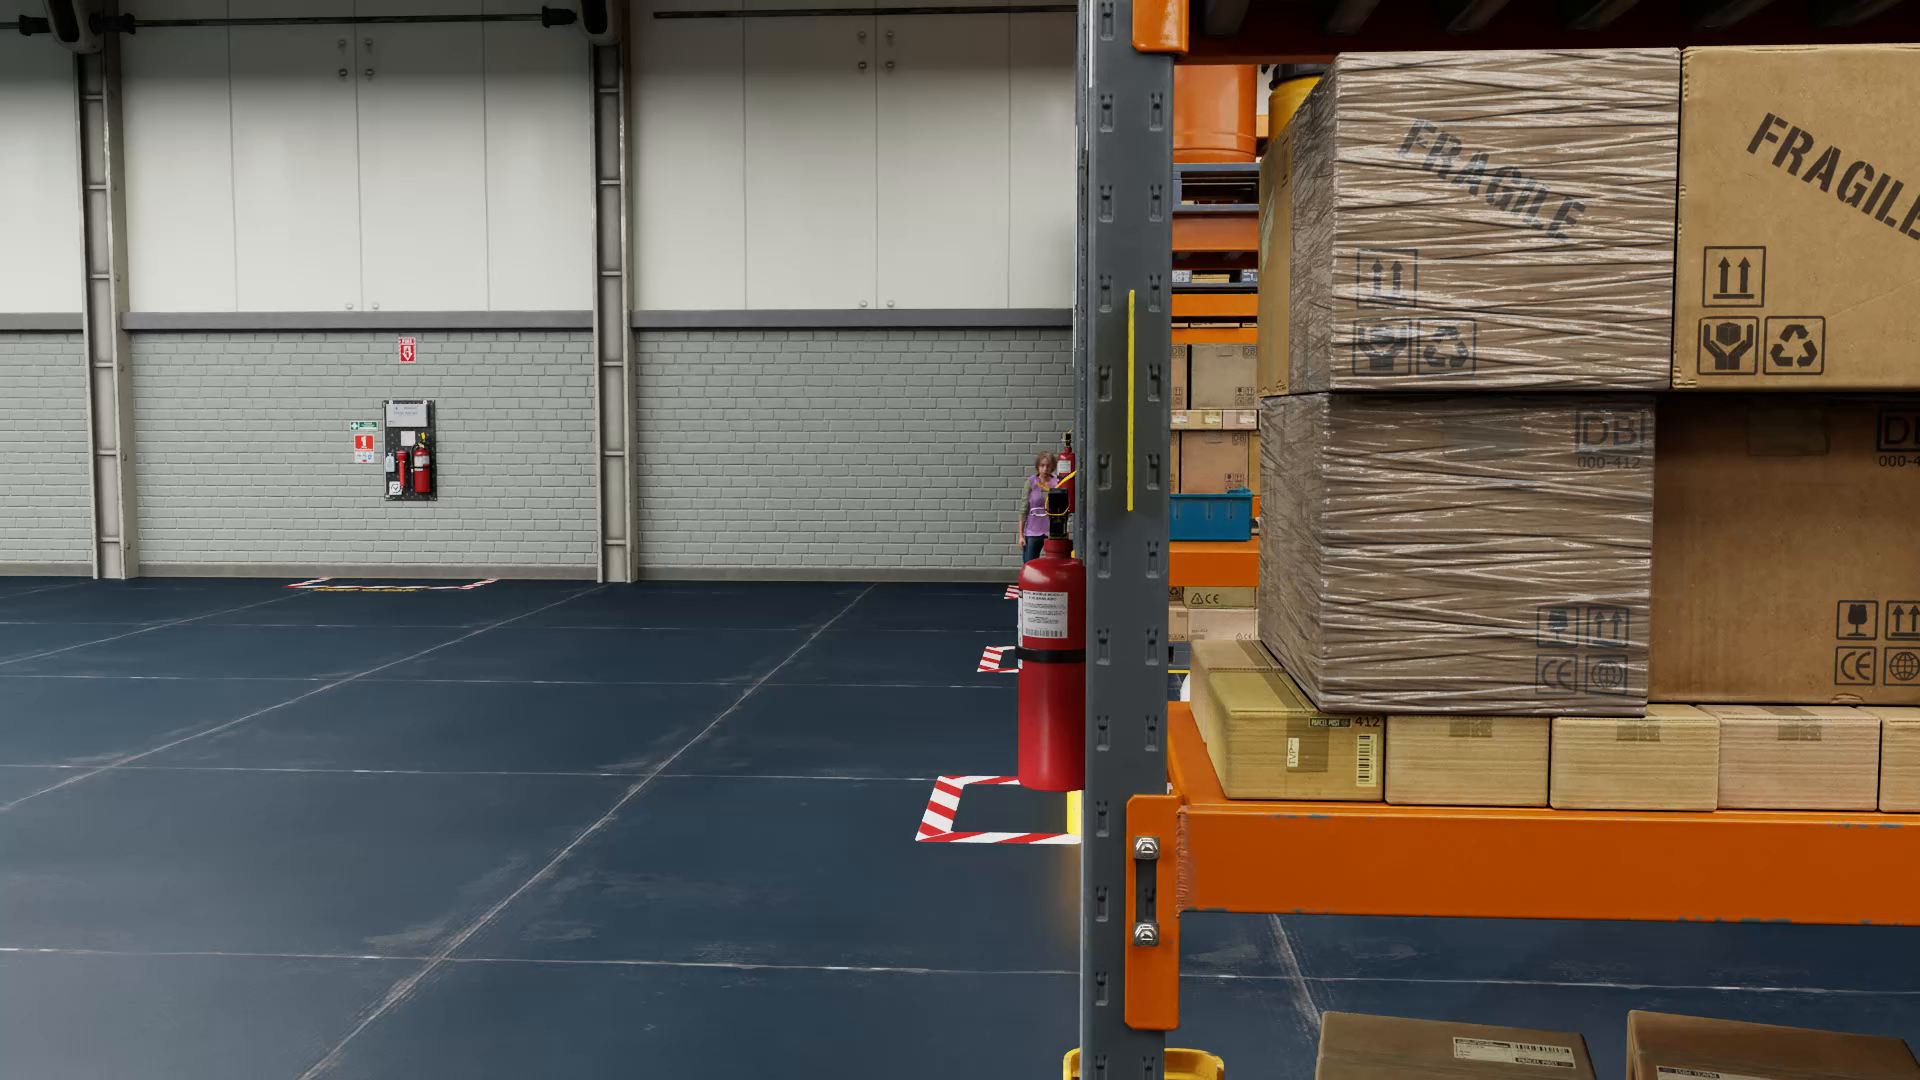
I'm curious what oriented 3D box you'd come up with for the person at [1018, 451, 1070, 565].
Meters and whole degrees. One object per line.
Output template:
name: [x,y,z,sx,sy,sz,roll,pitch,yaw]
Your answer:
person: [0.752,-0.005,14.921,0.462,1.594,0.343,0,4,4]
